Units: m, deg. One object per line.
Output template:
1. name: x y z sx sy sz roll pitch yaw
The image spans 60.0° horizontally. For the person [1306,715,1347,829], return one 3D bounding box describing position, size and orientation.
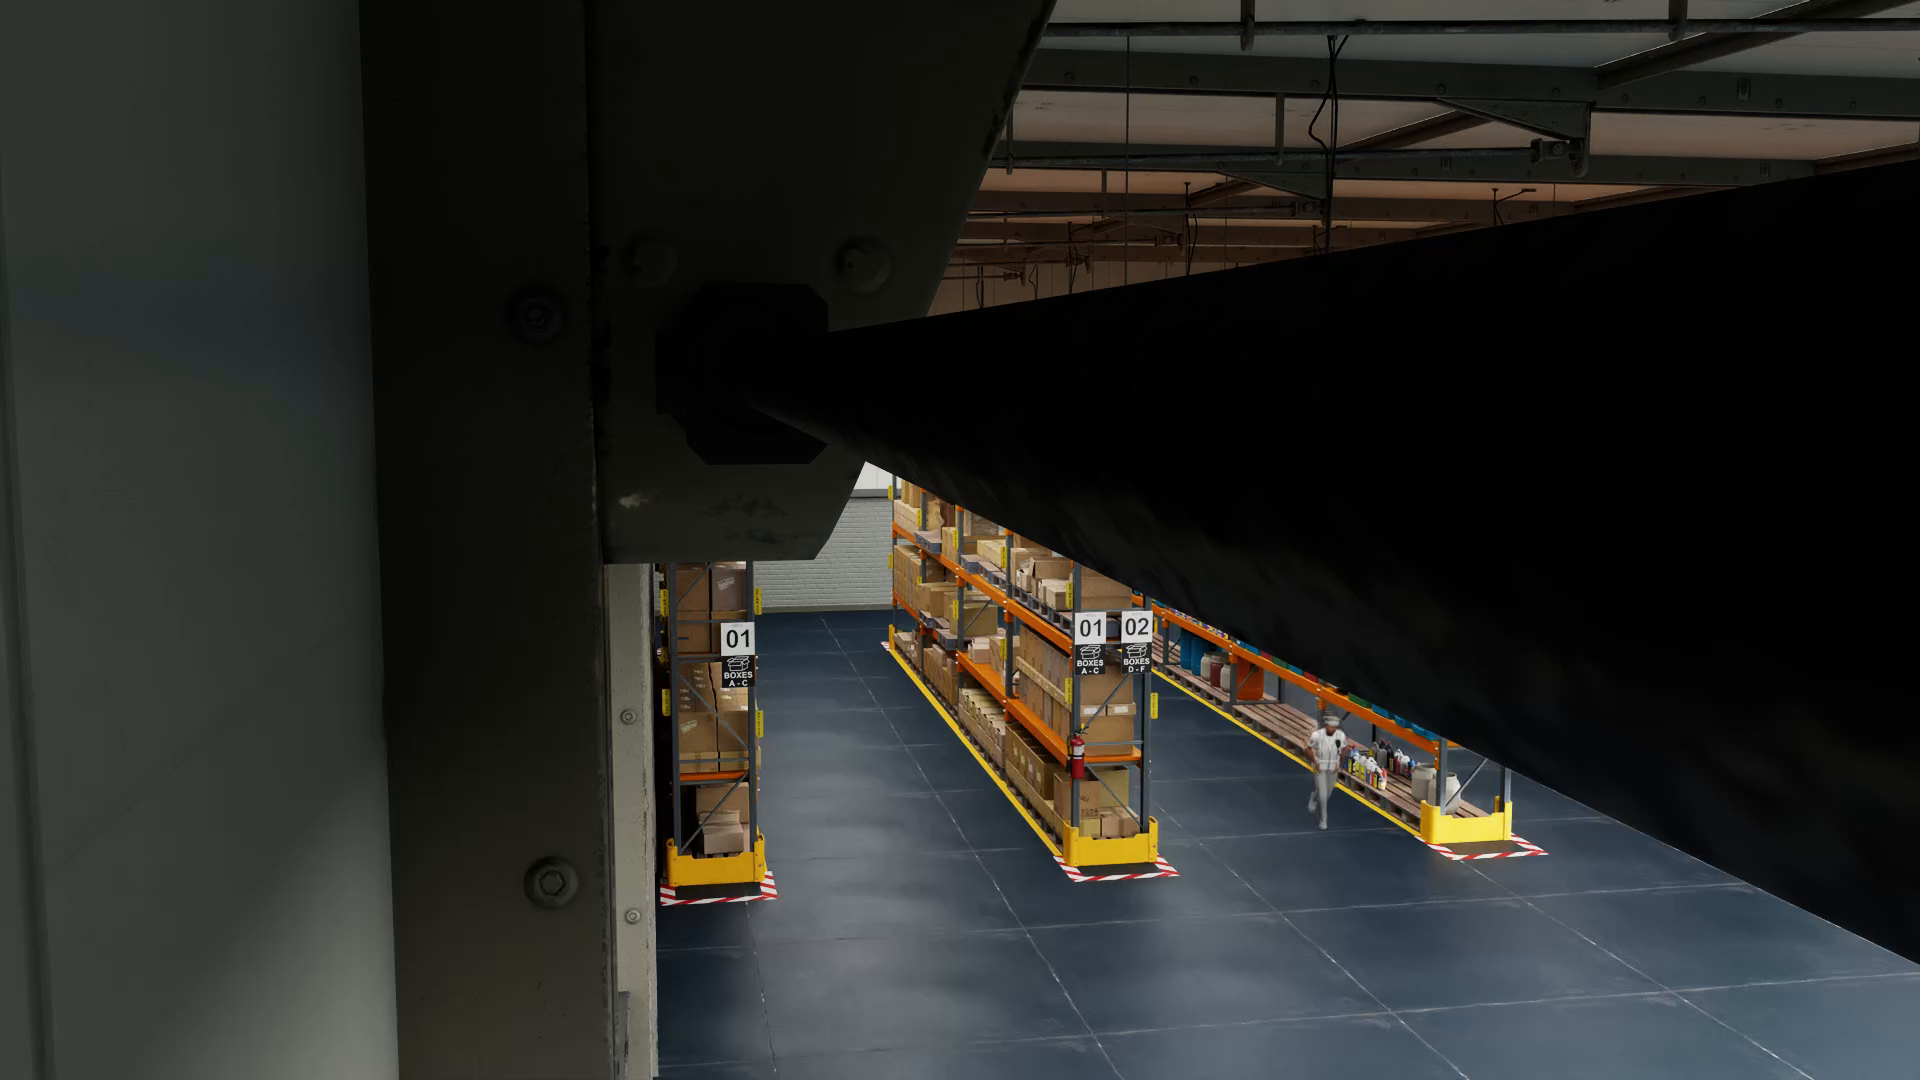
1. person: 4.974 3.120 22.692 0.554 1.617 0.854 0 6 -2
